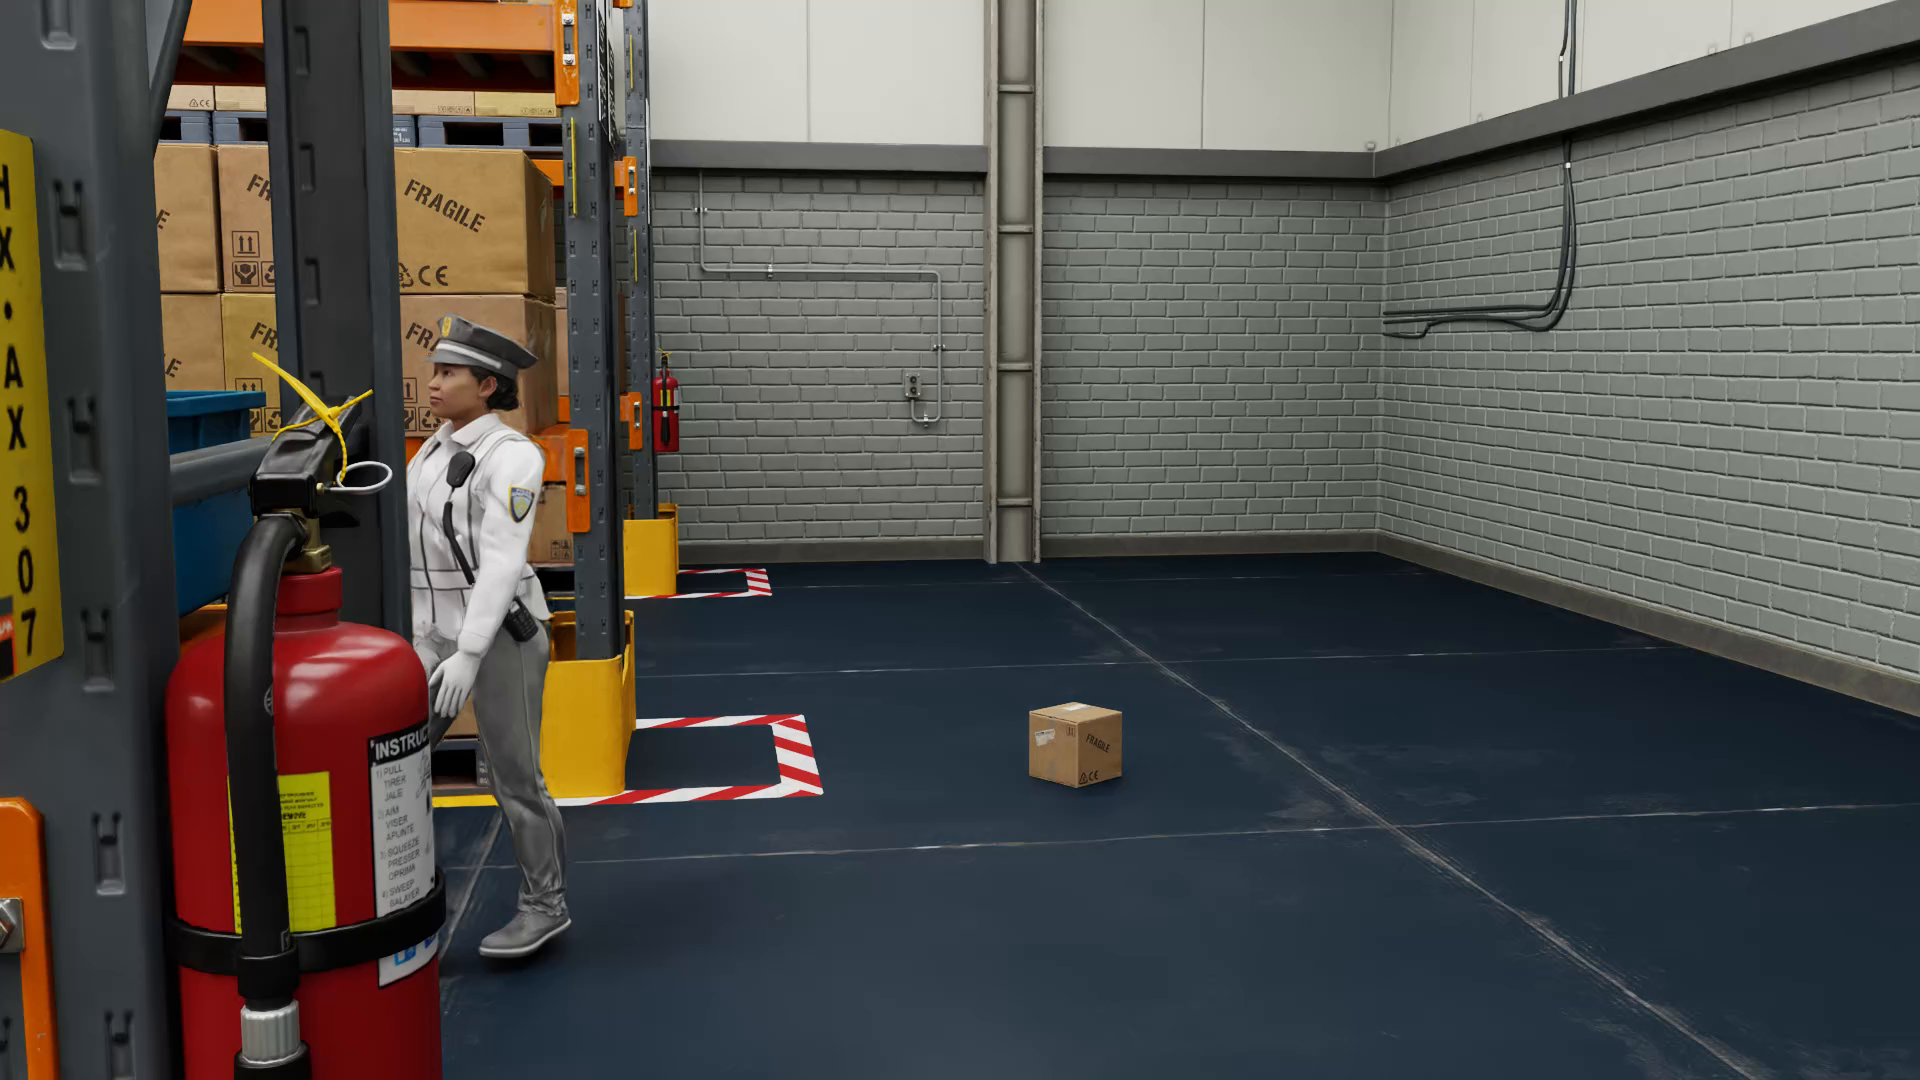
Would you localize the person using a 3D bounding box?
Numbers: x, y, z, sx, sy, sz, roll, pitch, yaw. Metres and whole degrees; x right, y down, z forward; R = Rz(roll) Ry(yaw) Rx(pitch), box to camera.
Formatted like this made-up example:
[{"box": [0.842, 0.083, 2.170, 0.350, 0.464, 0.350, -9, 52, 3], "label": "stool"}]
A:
[{"box": [-1.265, 0.310, 4.226, 0.478, 1.760, 0.606, 4, 8, 34], "label": "person"}]
